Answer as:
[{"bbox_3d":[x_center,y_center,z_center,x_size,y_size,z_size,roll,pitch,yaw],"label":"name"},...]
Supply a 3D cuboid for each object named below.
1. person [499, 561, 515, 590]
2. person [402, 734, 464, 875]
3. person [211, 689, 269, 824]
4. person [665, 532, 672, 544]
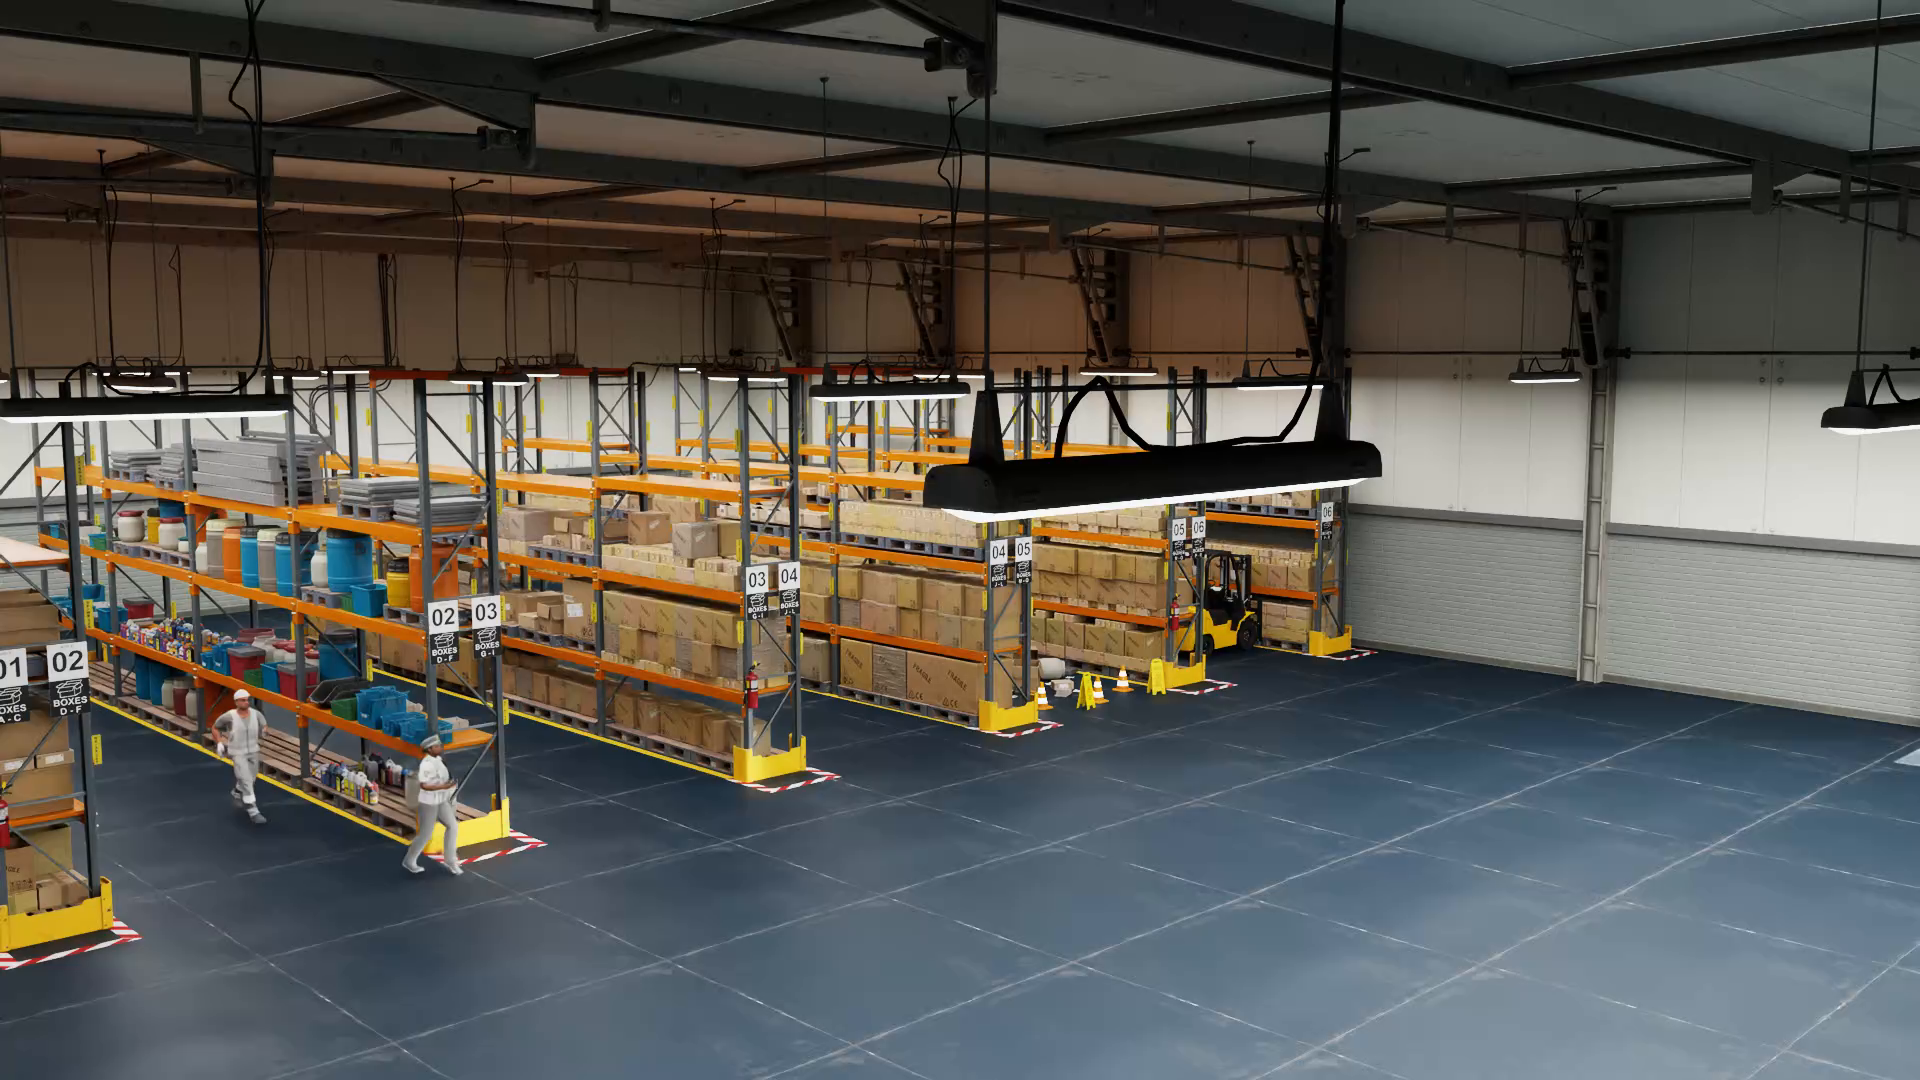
[{"bbox_3d":[-11.156,0.872,40.744,0.898,1.723,0.750,-1,6,-7],"label":"person"},{"bbox_3d":[-6.406,3.224,20.166,0.708,1.768,0.581,1,7,8],"label":"person"},{"bbox_3d":[-9.682,2.882,22.452,0.993,1.770,0.649,5,8,39],"label":"person"},{"bbox_3d":[-7.722,0.482,44.167,0.682,1.757,0.762,-1,7,-12],"label":"person"}]
